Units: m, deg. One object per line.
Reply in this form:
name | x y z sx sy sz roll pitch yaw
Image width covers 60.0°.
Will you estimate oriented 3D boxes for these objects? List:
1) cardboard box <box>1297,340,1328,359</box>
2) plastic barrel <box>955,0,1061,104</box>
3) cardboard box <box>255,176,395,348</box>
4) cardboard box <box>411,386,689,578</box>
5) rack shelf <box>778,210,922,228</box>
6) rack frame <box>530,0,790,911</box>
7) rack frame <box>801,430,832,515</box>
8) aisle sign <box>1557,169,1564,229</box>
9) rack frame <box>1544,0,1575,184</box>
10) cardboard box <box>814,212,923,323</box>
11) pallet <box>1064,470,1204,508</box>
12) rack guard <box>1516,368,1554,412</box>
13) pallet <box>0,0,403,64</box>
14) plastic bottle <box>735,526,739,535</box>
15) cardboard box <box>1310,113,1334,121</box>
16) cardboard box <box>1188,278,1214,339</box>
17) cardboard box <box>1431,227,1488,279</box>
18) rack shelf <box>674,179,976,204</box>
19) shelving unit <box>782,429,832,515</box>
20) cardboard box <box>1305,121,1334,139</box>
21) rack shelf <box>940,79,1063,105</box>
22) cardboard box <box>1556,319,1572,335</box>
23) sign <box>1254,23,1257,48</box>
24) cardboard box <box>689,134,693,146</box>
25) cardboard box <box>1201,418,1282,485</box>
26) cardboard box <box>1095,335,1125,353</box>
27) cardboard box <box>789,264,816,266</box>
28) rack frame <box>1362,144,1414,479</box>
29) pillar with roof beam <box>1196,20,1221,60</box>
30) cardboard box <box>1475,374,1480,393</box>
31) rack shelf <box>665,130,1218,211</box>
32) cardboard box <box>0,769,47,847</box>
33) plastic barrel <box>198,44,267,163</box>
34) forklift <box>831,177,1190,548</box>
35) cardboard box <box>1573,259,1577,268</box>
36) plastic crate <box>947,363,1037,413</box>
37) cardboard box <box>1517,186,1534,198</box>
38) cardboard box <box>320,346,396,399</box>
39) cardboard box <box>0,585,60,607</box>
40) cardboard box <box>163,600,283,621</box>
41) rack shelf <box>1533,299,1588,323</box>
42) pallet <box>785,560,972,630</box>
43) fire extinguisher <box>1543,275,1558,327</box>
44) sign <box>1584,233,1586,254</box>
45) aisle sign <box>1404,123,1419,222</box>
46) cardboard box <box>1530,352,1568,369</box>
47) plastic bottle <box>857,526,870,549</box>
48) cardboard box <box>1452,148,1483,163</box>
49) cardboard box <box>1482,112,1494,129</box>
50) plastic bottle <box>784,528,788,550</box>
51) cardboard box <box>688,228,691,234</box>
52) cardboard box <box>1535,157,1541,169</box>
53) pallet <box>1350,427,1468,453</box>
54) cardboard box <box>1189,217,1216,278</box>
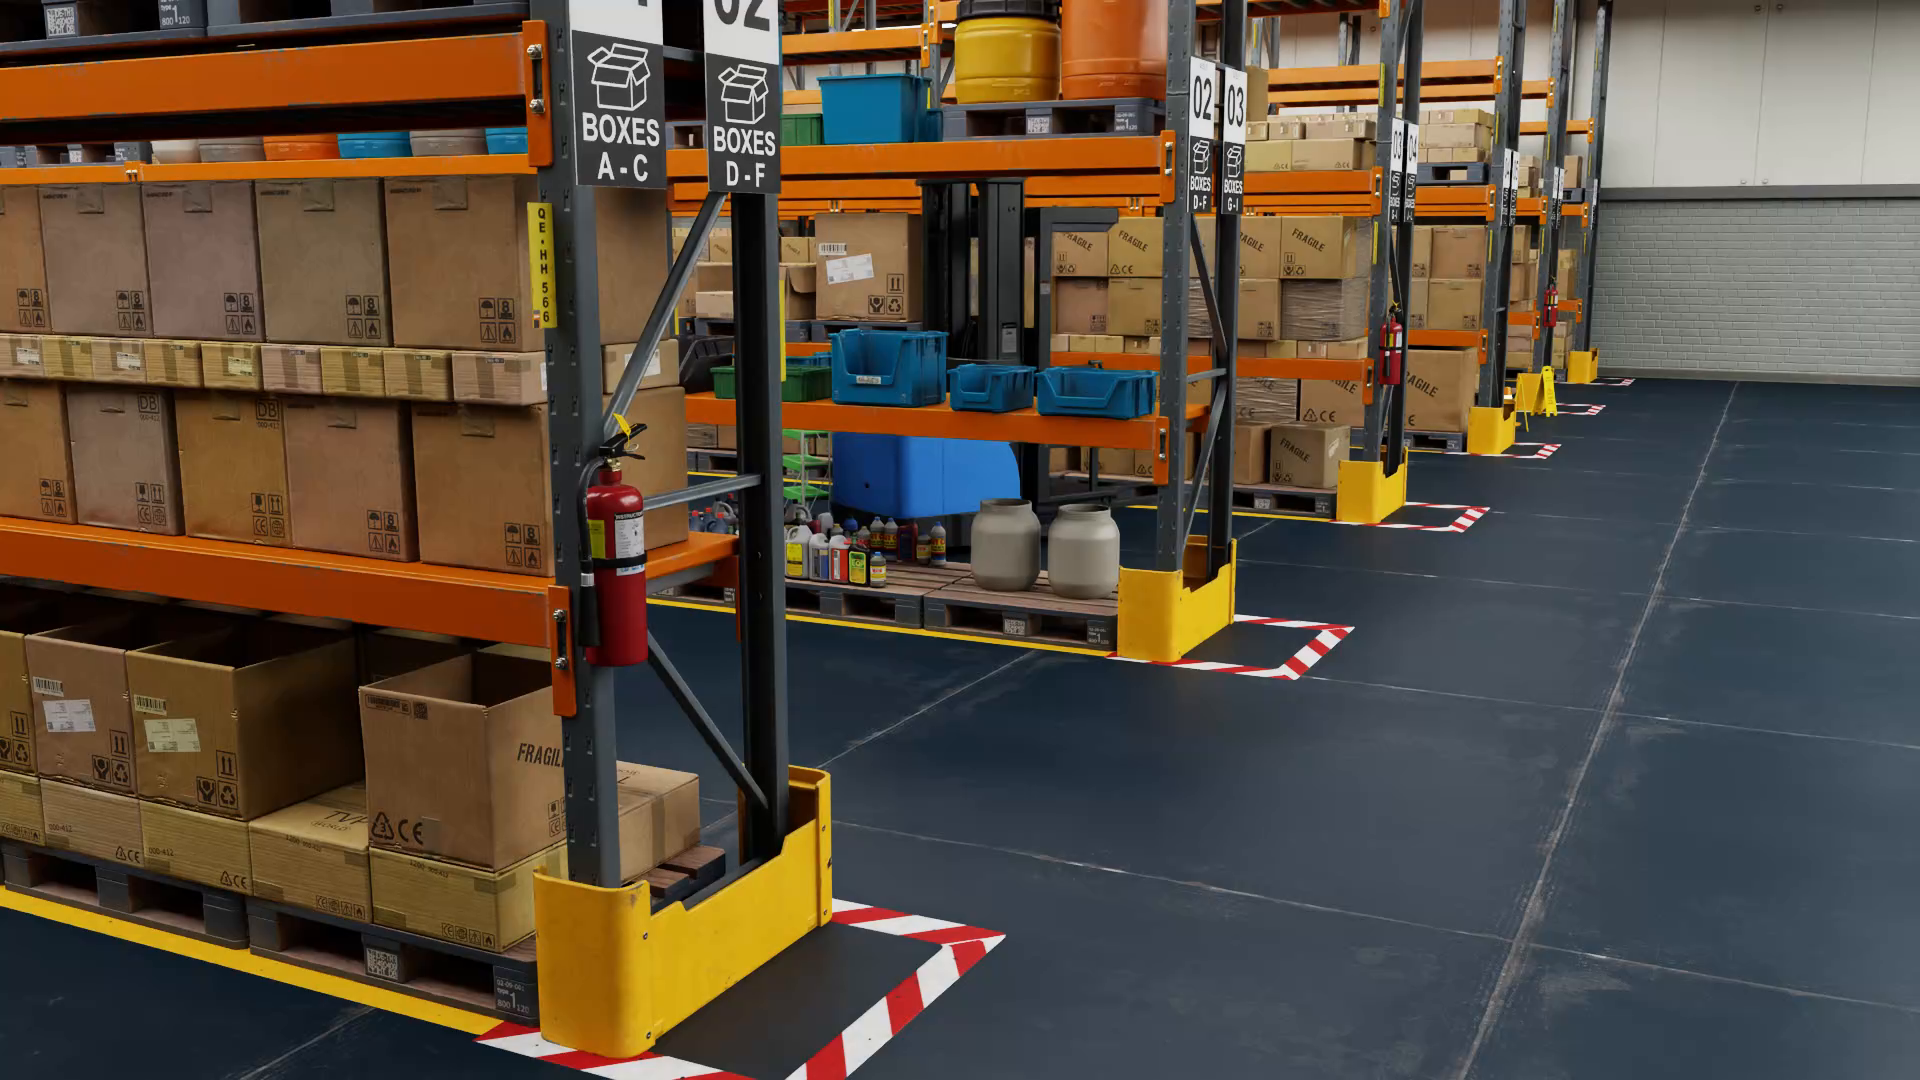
cardboard box | 2.969 -1.590 13.797 0.250 0.149 0.380 5 11 26
plastic barrel | 0.270 -2.758 9.416 0.600 0.588 0.600 0 10 0
cardboard box | -1.781 -0.893 5.321 0.500 0.500 0.700 5 11 24
cardboard box | -1.259 -0.210 5.189 0.500 0.500 0.700 5 11 26
rack shelf | -1.043 -5.197 26.619 4.000 0.370 1.077 5 11 26
rack frame | -0.846 -0.122 4.983 0.127 3.000 1.000 5 11 26
rack frame | -1.086 -0.582 12.575 0.240 1.200 0.015 -5 11 -26
aisle sign | 8.118 -4.611 22.484 0.004 0.787 0.394 5 11 26
rack frame | 7.925 -6.239 21.934 0.127 3.000 1.000 5 11 26
cardboard box | -0.698 -2.606 15.844 1.000 1.000 1.000 5 11 26
pallet | 1.669 -0.504 14.922 1.213 0.211 1.003 5 11 26
rack guard | 7.857 -2.063 22.724 0.348 0.500 1.175 5 11 26
pallet | -2.567 -1.711 5.585 1.213 0.211 1.003 5 11 26
plastic bottle | -1.381 0.048 10.467 0.097 0.271 0.097 0 10 0
cardboard box | 4.005 -4.581 18.206 0.250 0.149 0.380 5 11 26
cardboard box | 2.128 -2.014 14.319 0.500 0.500 0.875 5 11 26
cardboard box | 5.510 -3.129 18.143 0.550 0.550 0.875 5 11 26
rack shelf | -1.841 -3.299 16.133 4.000 0.370 1.077 5 11 26
shelving unit | -1.194 -0.620 12.790 0.258 1.200 0.503 -5 11 -26
cardboard box | 2.971 -3.314 13.497 0.250 0.149 0.380 5 11 24
rack shelf | 0.445 -5.362 20.234 4.000 0.370 1.077 5 11 26
cardboard box | 9.771 -3.494 27.345 0.500 0.250 0.500 5 11 25
sign | 4.097 -7.003 23.086 0.005 0.325 0.100 5 11 26
cardboard box | -2.419 -3.949 16.018 0.500 0.500 0.500 5 11 24
cardboard box | 2.436 -0.774 14.425 0.500 0.500 0.500 9 14 41
cardboard box | 1.364 -1.715 14.487 0.250 0.149 0.380 5 11 26
cardboard box | -1.991 -3.460 21.280 0.250 0.149 0.380 5 11 24
rack frame | 3.540 -1.704 13.724 0.127 3.000 1.000 5 11 26
pillar with roof beam | 2.607 -7.016 26.228 0.548 9.000 9.100 5 11 26
cardboard box | 7.060 -2.163 22.801 0.500 0.250 0.500 5 11 26
rack shelf | -0.445 -2.193 10.021 4.000 0.370 1.077 5 11 26
cardboard box | -3.260 0.874 6.019 0.500 0.250 0.500 5 11 26
plastic barrel | -5.185 -3.167 11.975 0.600 0.901 0.600 0 10 0
forklift | 0.525 -1.508 12.830 3.031 2.935 1.130 -7 12 -34
cardboard box | 9.929 -4.516 27.160 0.250 0.149 0.380 5 11 24
plastic crate | 0.187 -0.884 9.608 0.408 0.251 0.499 5 11 26
cardboard box | 7.481 -4.623 22.132 0.250 0.149 0.380 5 11 26
cardboard box | -1.738 -0.531 5.139 0.250 0.149 0.380 5 11 25
cardboard box | -3.704 0.465 6.177 0.500 0.500 0.500 5 11 26
cardboard box | -2.573 0.459 6.209 0.500 0.500 0.500 5 11 26
rack shelf | 8.324 -3.884 27.785 4.000 0.370 1.077 5 11 26
pallet | -0.557 0.299 10.484 1.213 0.211 1.003 5 11 26
fire extinguisher | 7.824 -3.166 22.019 0.183 0.674 0.296 5 11 26
sign | 9.865 -4.681 26.253 0.005 0.325 0.100 5 11 26
aisle sign | 3.728 -3.026 13.730 0.004 0.787 0.394 5 11 26
cardboard box | 9.557 -2.920 26.984 0.500 0.250 0.500 5 11 26
plastic bottle | -0.625 0.012 10.863 0.097 0.201 0.097 0 10 0
cardboard box | 5.377 -4.069 17.611 0.250 0.149 0.380 5 11 26
cardboard box | 5.667 -4.566 18.121 0.250 0.149 0.380 5 11 26
plastic bottle | -1.148 0.037 10.306 0.185 0.351 0.144 5 11 25
cardboard box | -4.372 -5.177 28.003 0.250 0.149 0.380 5 11 25
cardboard box | 7.697 -5.092 22.488 0.250 0.149 0.380 5 11 25
pallet | 5.074 -1.167 18.584 1.213 0.211 1.003 5 11 26
cardboard box | 2.039 -2.474 14.053 0.500 0.500 0.500 5 11 26
